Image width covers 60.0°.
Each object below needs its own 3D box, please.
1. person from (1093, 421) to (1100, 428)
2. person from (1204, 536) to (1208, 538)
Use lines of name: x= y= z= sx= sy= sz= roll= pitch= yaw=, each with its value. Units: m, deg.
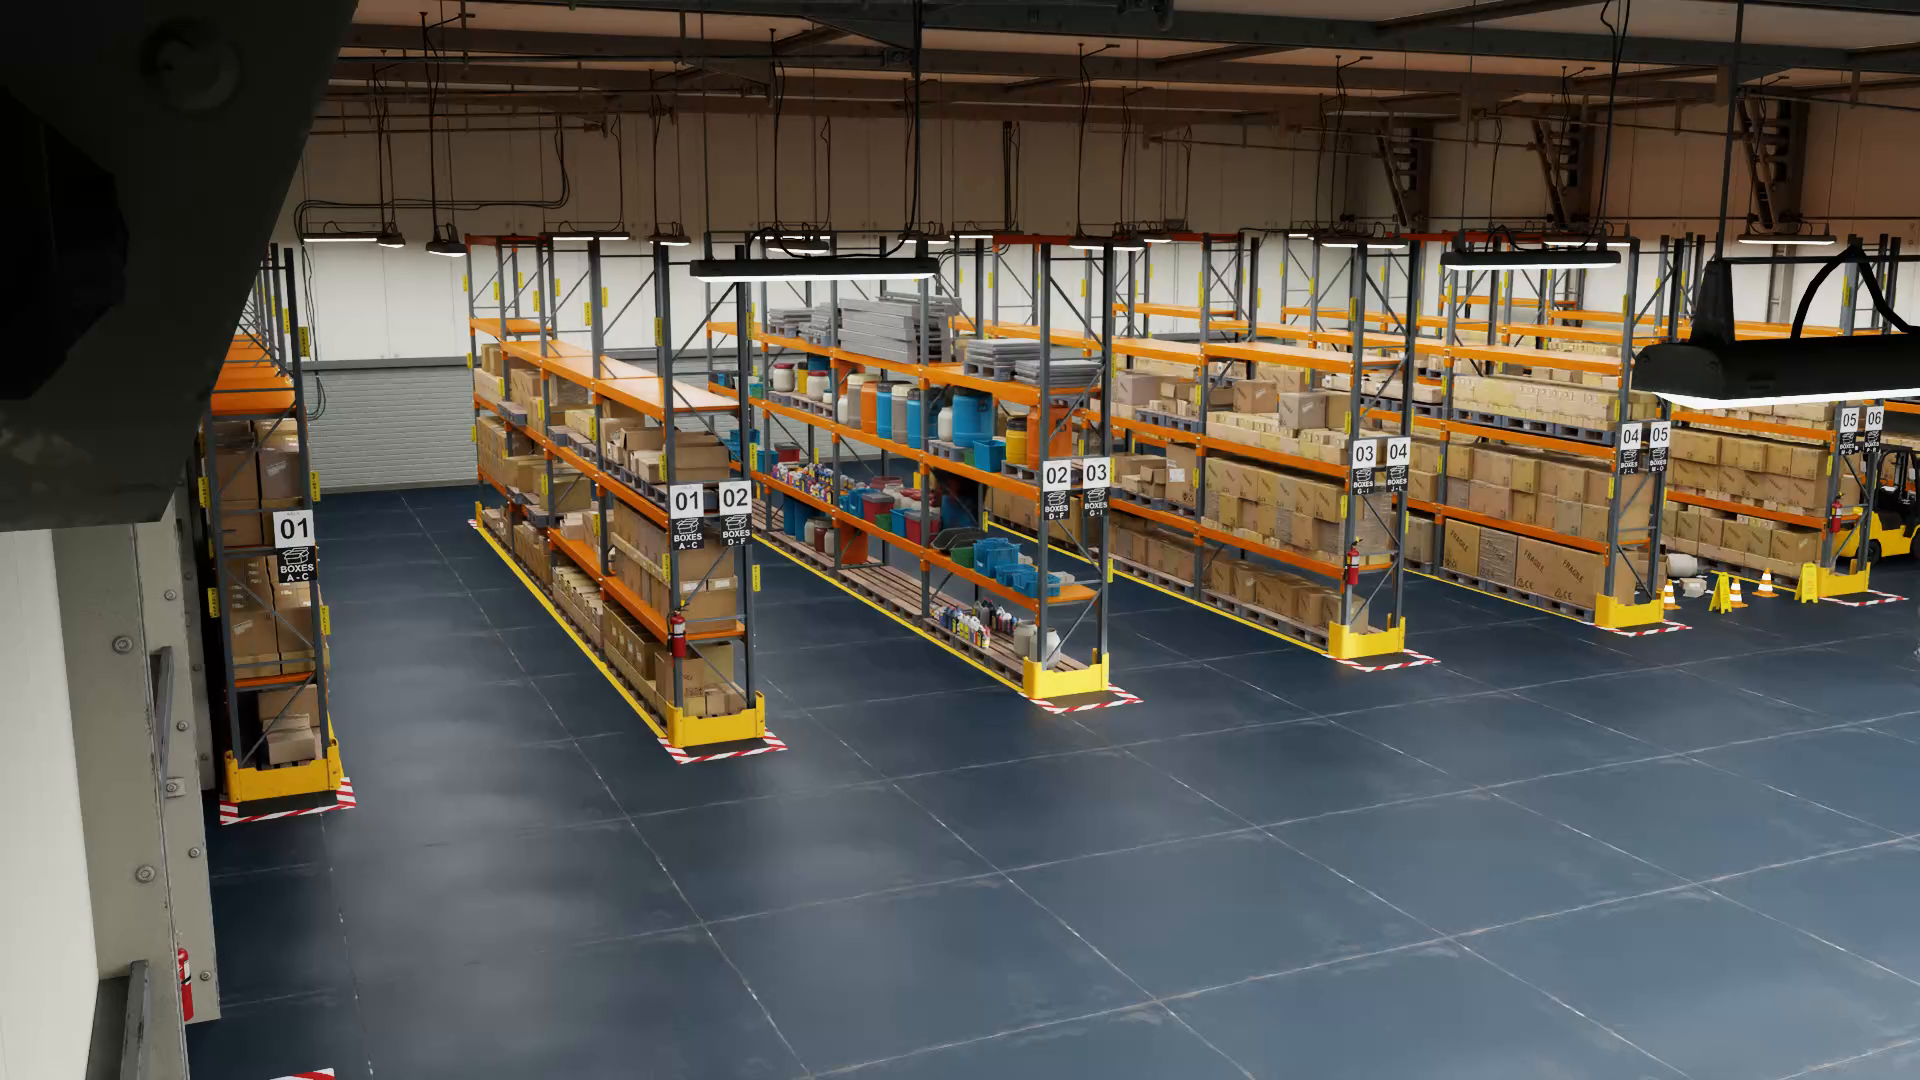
person: x=3.490 y=-2.420 z=41.538 sx=0.820 sy=1.562 sz=0.574 roll=-2 pitch=11 yaw=-9
person: x=4.807 y=-0.920 z=33.398 sx=0.665 sy=1.691 sz=0.775 roll=-8 pitch=13 yaw=-35
